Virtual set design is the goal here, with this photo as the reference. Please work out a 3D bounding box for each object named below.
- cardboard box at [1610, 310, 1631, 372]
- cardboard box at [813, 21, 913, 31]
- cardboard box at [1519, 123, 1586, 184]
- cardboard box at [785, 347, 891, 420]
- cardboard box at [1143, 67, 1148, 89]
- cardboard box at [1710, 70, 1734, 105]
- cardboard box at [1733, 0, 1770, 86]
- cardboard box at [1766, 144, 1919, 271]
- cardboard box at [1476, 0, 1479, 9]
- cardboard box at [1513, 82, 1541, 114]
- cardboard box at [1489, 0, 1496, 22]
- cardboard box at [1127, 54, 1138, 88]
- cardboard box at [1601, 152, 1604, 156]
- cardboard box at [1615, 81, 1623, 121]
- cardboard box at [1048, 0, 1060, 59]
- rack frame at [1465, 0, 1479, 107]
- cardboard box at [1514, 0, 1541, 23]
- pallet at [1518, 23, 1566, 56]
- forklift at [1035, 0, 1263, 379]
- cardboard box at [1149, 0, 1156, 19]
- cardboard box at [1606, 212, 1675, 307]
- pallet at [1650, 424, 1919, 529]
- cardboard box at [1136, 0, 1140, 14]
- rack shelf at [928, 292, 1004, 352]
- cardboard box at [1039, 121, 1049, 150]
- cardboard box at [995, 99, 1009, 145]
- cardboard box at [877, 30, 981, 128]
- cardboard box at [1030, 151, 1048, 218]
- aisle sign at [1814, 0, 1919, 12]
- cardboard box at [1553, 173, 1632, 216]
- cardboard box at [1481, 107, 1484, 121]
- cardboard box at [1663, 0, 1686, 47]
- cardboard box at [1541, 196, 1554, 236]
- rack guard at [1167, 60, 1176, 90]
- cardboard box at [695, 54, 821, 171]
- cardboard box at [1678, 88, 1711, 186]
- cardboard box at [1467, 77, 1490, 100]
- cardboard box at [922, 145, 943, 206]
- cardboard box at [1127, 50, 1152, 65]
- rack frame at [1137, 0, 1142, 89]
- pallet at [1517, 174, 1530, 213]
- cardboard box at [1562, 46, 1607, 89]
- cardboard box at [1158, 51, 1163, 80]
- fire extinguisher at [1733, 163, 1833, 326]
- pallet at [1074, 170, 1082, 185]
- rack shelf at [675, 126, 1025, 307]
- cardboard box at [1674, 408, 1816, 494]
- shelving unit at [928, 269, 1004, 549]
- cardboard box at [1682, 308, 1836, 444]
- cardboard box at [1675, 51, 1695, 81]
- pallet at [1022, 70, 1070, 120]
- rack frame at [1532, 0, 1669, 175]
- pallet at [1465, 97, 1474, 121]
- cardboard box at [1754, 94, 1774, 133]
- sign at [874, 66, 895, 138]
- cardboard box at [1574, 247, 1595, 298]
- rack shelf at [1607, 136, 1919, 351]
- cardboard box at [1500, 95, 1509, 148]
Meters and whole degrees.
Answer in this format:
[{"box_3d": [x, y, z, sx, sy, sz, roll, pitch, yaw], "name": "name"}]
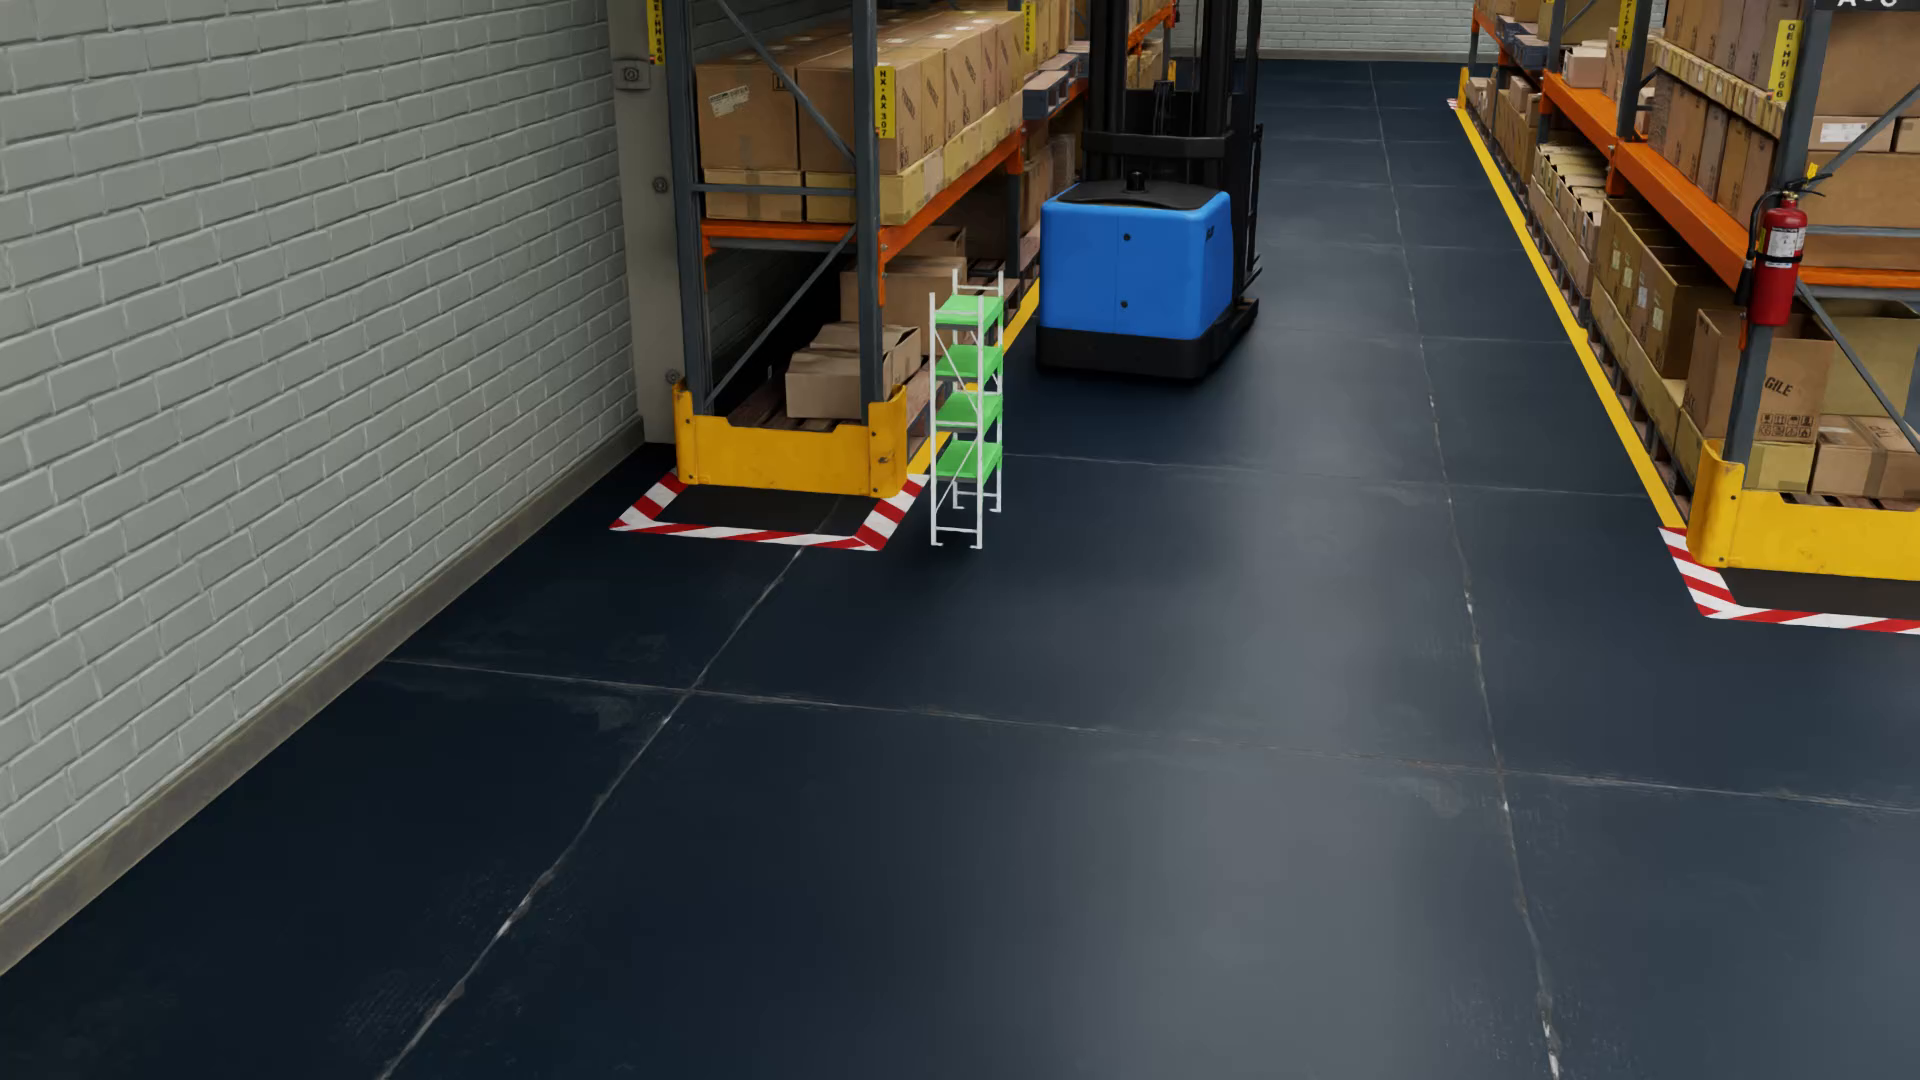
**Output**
[{"box_3d": [4.176, -1.172, 9.866, 0.500, 0.250, 0.500, 4, 22, 11], "name": "cardboard box"}, {"box_3d": [-0.585, -2.901, 10.211, 0.500, 0.500, 0.500, 5, 22, 12], "name": "cardboard box"}, {"box_3d": [5.559, -3.631, 15.612, 0.500, 0.500, 0.500, 5, 23, 13], "name": "cardboard box"}, {"box_3d": [-0.656, -0.880, 9.034, 0.500, 0.311, 0.500, 2, 22, 5], "name": "cardboard box"}, {"box_3d": [1.923, -5.550, 20.403, 0.700, 0.500, 0.500, 4, 22, 10], "name": "cardboard box"}, {"box_3d": [4.171, -2.370, 8.721, 0.380, 0.149, 0.250, 4, 22, 10], "name": "cardboard box"}, {"box_3d": [4.288, -2.515, 8.213, 0.700, 0.500, 0.500, 5, 22, 11], "name": "cardboard box"}, {"box_3d": [4.073, -1.517, 7.471, 0.700, 0.500, 0.500, 4, 22, 11], "name": "cardboard box"}, {"box_3d": [6.882, -7.057, 21.226, 0.500, 0.500, 0.500, 5, 22, 12], "name": "cardboard box"}, {"box_3d": [5.771, -4.374, 16.453, 0.500, 0.250, 0.500, 4, 22, 10], "name": "cardboard box"}, {"box_3d": [6.471, -6.315, 19.385, 0.500, 0.500, 0.500, 5, 22, 12], "name": "cardboard box"}, {"box_3d": [1.558, -5.016, 18.608, 0.750, 0.750, 0.750, 5, 22, 12], "name": "cardboard box"}, {"box_3d": [5.732, -3.196, 14.141, 0.500, 0.311, 0.500, 5, 22, 12], "name": "cardboard box"}, {"box_3d": [4.781, -3.037, 11.559, 0.396, 0.266, 0.258, 4, 22, 10], "name": "cardboard box"}, {"box_3d": [0.429, -4.223, 13.602, 0.700, 0.500, 0.500, 4, 22, 11], "name": "cardboard box"}, {"box_3d": [7.230, -7.152, 21.598, 1.000, 3.000, 0.127, 4, 22, 11], "name": "rack frame"}, {"box_3d": [6.020, -5.518, 16.844, 0.700, 0.500, 0.500, 8, 23, 19], "name": "cardboard box"}, {"box_3d": [5.990, -4.849, 16.136, 1.003, 0.211, 1.213, 4, 22, 11], "name": "pallet"}, {"box_3d": [1.453, -2.858, 11.028, 1.130, 2.935, 3.031, 8, 23, 18], "name": "forklift"}, {"box_3d": [1.845, -6.669, 19.995, 0.980, 0.700, 0.700, 4, 22, 10], "name": "cardboard box"}, {"box_3d": [4.286, -1.702, 10.178, 0.500, 0.500, 0.500, 4, 22, 11], "name": "cardboard box"}, {"box_3d": [4.080, -0.290, 8.292, 1.003, 0.211, 1.213, 4, 22, 11], "name": "pallet"}, {"box_3d": [1.716, -6.071, 18.355, 0.500, 0.500, 0.500, 4, 22, 10], "name": "cardboard box"}, {"box_3d": [0.034, -1.003, 7.624, 0.258, 0.148, 0.480, 4, 22, 11], "name": "rack shelf"}, {"box_3d": [0.474, -3.524, 14.343, 0.500, 0.250, 0.500, 5, 22, 12], "name": "cardboard box"}, {"box_3d": [0.022, -2.702, 10.721, 0.500, 0.250, 0.500, 5, 22, 11], "name": "cardboard box"}, {"box_3d": [-0.177, -2.675, 9.649, 0.500, 0.500, 0.500, 5, 23, 13], "name": "cardboard box"}, {"box_3d": [0.359, -3.017, 14.086, 0.700, 0.500, 0.500, 4, 22, 11], "name": "cardboard box"}, {"box_3d": [3.664, -2.505, 6.579, 0.394, 0.787, 0.004, 4, 22, 11], "name": "aisle sign"}, {"box_3d": [4.894, -2.670, 12.835, 0.500, 0.311, 0.500, 4, 22, 10], "name": "cardboard box"}, {"box_3d": [6.270, -4.943, 19.339, 0.380, 0.149, 0.250, 4, 22, 11], "name": "cardboard box"}, {"box_3d": [4.697, -3.249, 10.036, 0.700, 0.500, 0.500, 5, 22, 11], "name": "cardboard box"}, {"box_3d": [5.002, -2.602, 13.418, 0.500, 0.250, 0.500, 4, 22, 10], "name": "cardboard box"}, {"box_3d": [2.385, -6.378, 23.021, 1.175, 0.500, 0.348, 4, 22, 11], "name": "rack guard"}, {"box_3d": [-0.997, -2.153, 8.355, 0.500, 0.500, 0.500, 4, 22, 10], "name": "cardboard box"}, {"box_3d": [4.490, -2.271, 9.343, 0.700, 0.500, 0.500, 5, 22, 12], "name": "cardboard box"}, {"box_3d": [6.740, -5.721, 21.135, 0.500, 0.250, 0.500, 4, 22, 11], "name": "cardboard box"}, {"box_3d": [-0.382, -1.962, 8.884, 0.500, 0.250, 0.500, 4, 22, 9], "name": "cardboard box"}, {"box_3d": [2.172, -5.970, 20.577, 0.380, 0.149, 0.250, 4, 22, 9], "name": "cardboard box"}, {"box_3d": [1.564, -6.066, 18.900, 1.000, 3.000, 0.127, 4, 22, 11], "name": "rack frame"}, {"box_3d": [5.787, -3.203, 15.525, 1.003, 0.211, 1.213, 4, 22, 11], "name": "pallet"}, {"box_3d": [5.226, -3.873, 13.574, 0.500, 0.311, 0.500, 4, 22, 10], "name": "cardboard box"}, {"box_3d": [2.335, -6.300, 22.266, 0.700, 0.500, 0.500, 4, 22, 11], "name": "cardboard box"}, {"box_3d": [3.487, -1.257, 7.063, 0.296, 0.674, 0.183, 4, 22, 11], "name": "fire extinguisher"}, {"box_3d": [0.982, -3.592, 16.490, 1.003, 0.211, 1.213, 4, 22, 11], "name": "pallet"}, {"box_3d": [-0.477, -2.075, 9.953, 1.077, 0.370, 4.000, 4, 22, 11], "name": "rack shelf"}, {"box_3d": [3.786, -0.439, 8.047, 0.500, 0.250, 0.500, 4, 22, 11], "name": "cardboard box"}, {"box_3d": [0.034, -0.617, 7.780, 0.258, 1.200, 0.503, 4, 22, 11], "name": "shelving unit"}, {"box_3d": [3.784, -0.787, 7.907, 0.500, 0.500, 0.500, 4, 22, 11], "name": "cardboard box"}, {"box_3d": [4.383, -2.745, 9.653, 0.380, 0.149, 0.250, 4, 22, 10], "name": "cardboard box"}, {"box_3d": [0.230, -3.319, 12.337, 1.003, 0.211, 1.213, 4, 22, 11], "name": "pallet"}, {"box_3d": [5.598, -4.227, 14.333, 1.000, 3.000, 0.127, 4, 22, 11], "name": "rack frame"}, {"box_3d": [7.053, -5.539, 21.326, 1.003, 0.211, 1.213, 4, 22, 11], "name": "pallet"}, {"box_3d": [3.961, -1.992, 7.782, 0.380, 0.149, 0.250, 4, 22, 10], "name": "cardboard box"}, {"box_3d": [-0.354, -2.037, 7.738, 0.100, 0.325, 0.005, 4, 22, 11], "name": "sign"}, {"box_3d": [4.582, -1.857, 11.567, 0.500, 0.250, 0.500, 4, 22, 10], "name": "cardboard box"}, {"box_3d": [4.374, -1.699, 9.019, 1.077, 0.370, 4.000, 4, 22, 11], "name": "rack shelf"}, {"box_3d": [5.979, -4.380, 17.471, 0.500, 0.500, 0.500, 5, 22, 12], "name": "cardboard box"}]
